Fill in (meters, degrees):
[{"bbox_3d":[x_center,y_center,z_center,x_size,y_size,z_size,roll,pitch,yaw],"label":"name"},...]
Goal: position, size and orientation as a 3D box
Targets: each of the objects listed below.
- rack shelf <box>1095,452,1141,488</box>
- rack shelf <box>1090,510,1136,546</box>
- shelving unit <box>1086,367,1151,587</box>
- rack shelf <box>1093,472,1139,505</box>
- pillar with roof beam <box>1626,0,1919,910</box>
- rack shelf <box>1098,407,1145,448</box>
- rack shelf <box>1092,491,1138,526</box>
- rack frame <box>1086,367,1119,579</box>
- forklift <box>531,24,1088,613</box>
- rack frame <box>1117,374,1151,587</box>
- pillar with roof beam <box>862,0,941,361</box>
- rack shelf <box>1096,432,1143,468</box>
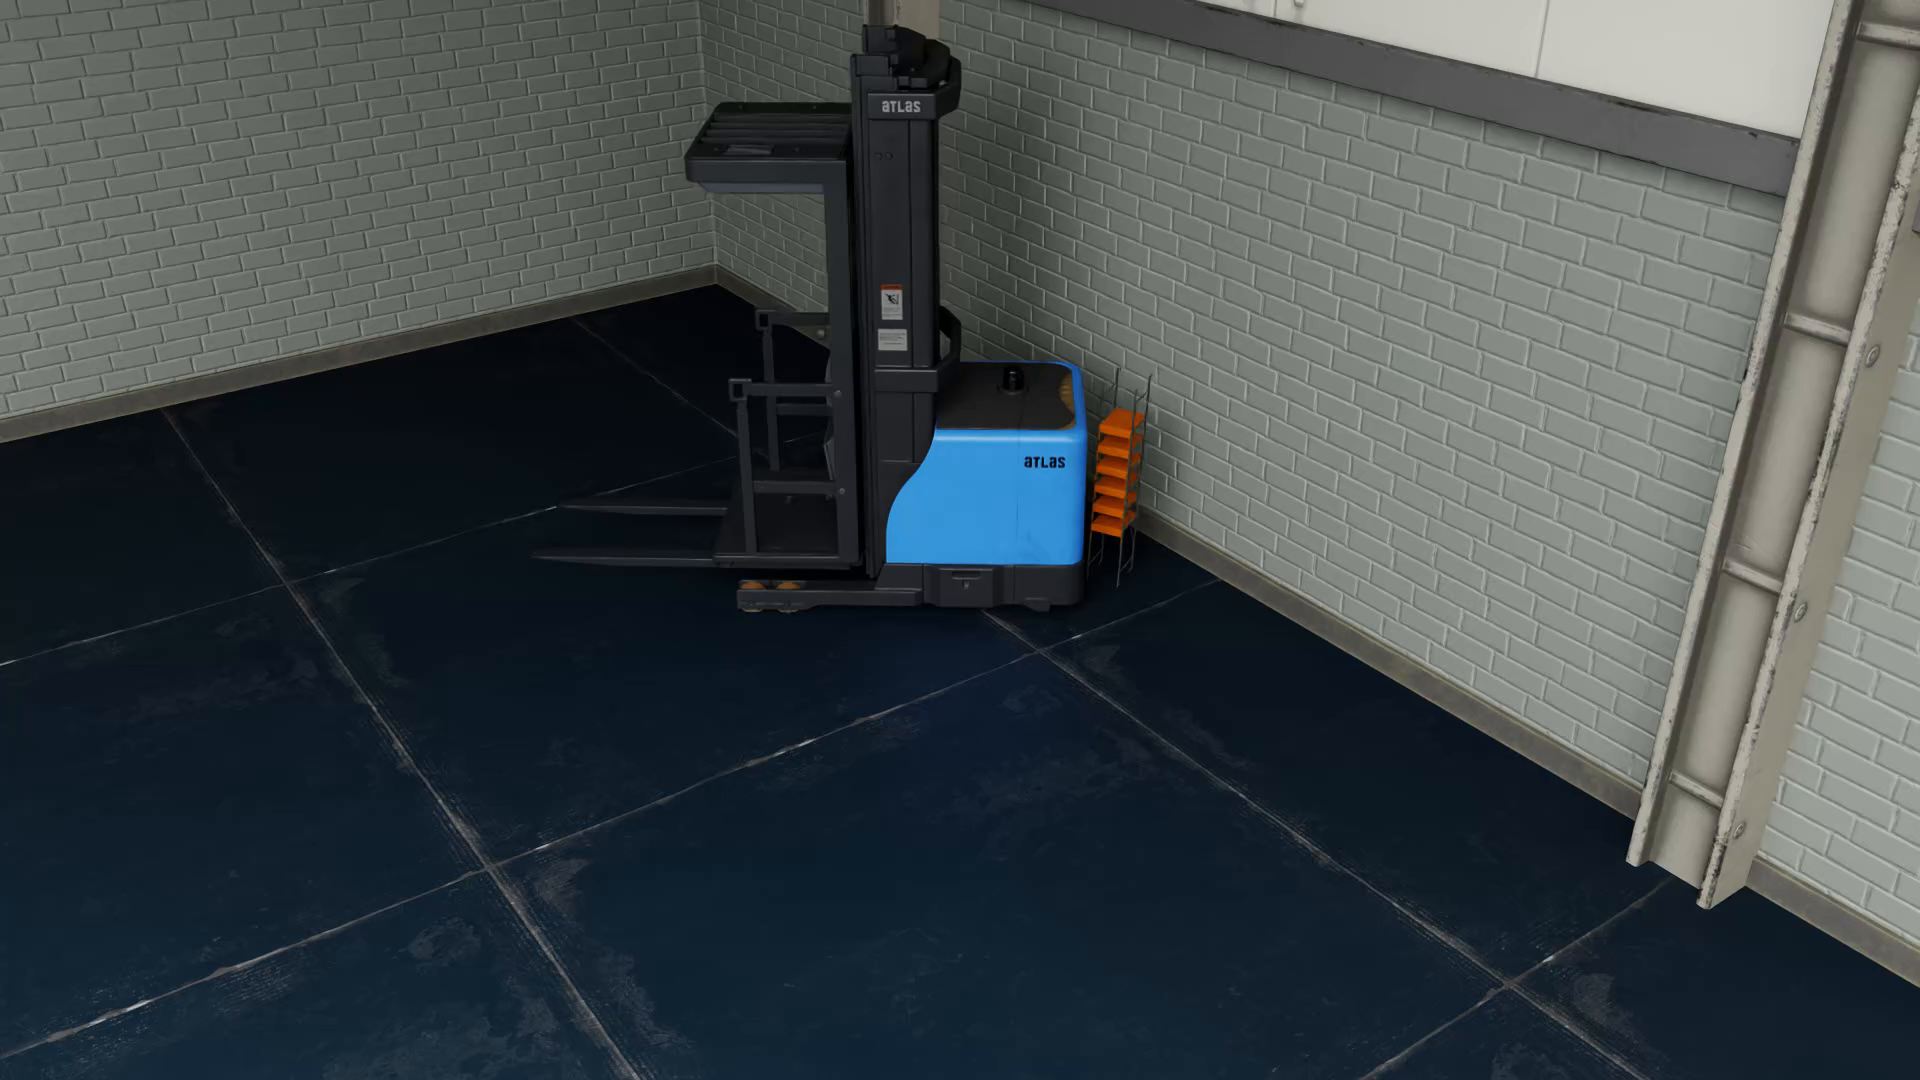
[{"bbox_3d":[0.867,-0.399,9.062,0.180,0.103,0.258,15,32,21],"label":"rack shelf"},{"bbox_3d":[0.854,-0.085,9.239,0.180,0.103,0.258,15,32,21],"label":"rack shelf"},{"bbox_3d":[0.864,-0.333,9.099,0.189,1.200,0.258,15,32,21],"label":"shelving unit"},{"bbox_3d":[0.863,-0.294,9.121,0.180,0.103,0.258,15,32,21],"label":"rack shelf"},{"bbox_3d":[-0.389,-1.342,2.793,9.100,9.000,0.400,-19,34,-31],"label":"pillar with roof beam"},{"bbox_3d":[0.875,-0.608,8.944,0.180,0.103,0.258,15,32,21],"label":"rack shelf"},{"bbox_3d":[0.858,-0.190,9.180,0.180,0.103,0.258,15,32,21],"label":"rack shelf"},{"bbox_3d":[0.781,-0.355,9.132,0.006,1.200,0.240,15,32,21],"label":"rack frame"},{"bbox_3d":[-0.831,-1.142,8.782,3.031,2.935,1.130,1,29,1],"label":"forklift"},{"bbox_3d":[0.947,-0.312,9.067,0.006,1.200,0.240,15,32,21],"label":"rack frame"},{"bbox_3d":[-3.869,-3.675,7.088,9.100,9.000,0.400,-19,34,-31],"label":"pillar with roof beam"},{"bbox_3d":[0.871,-0.503,9.003,0.180,0.103,0.258,15,32,21],"label":"rack shelf"}]
